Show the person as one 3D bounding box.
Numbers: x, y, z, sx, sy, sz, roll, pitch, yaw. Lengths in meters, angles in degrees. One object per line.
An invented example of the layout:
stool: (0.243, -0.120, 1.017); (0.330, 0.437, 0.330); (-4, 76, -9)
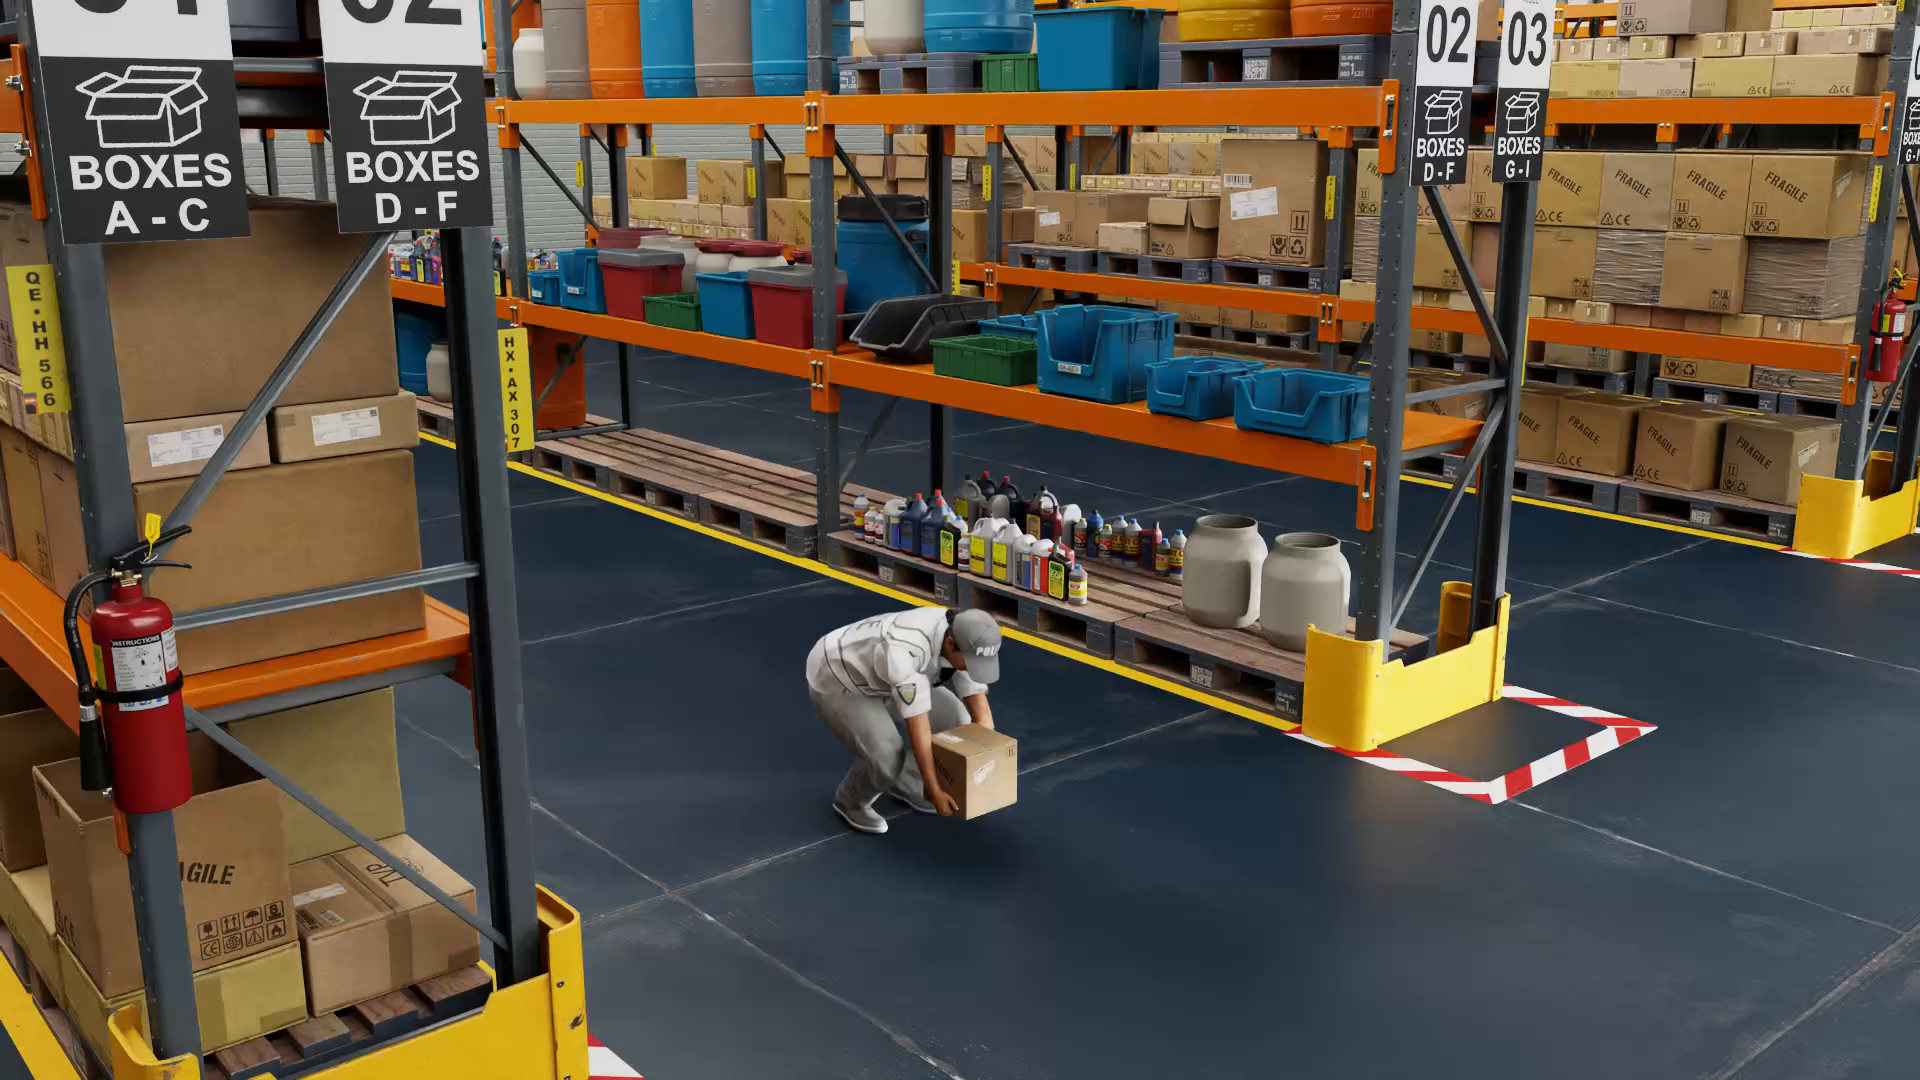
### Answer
person: (-0.195, 0.656, 6.405); (0.512, 0.941, 0.892); (-13, 19, -41)
